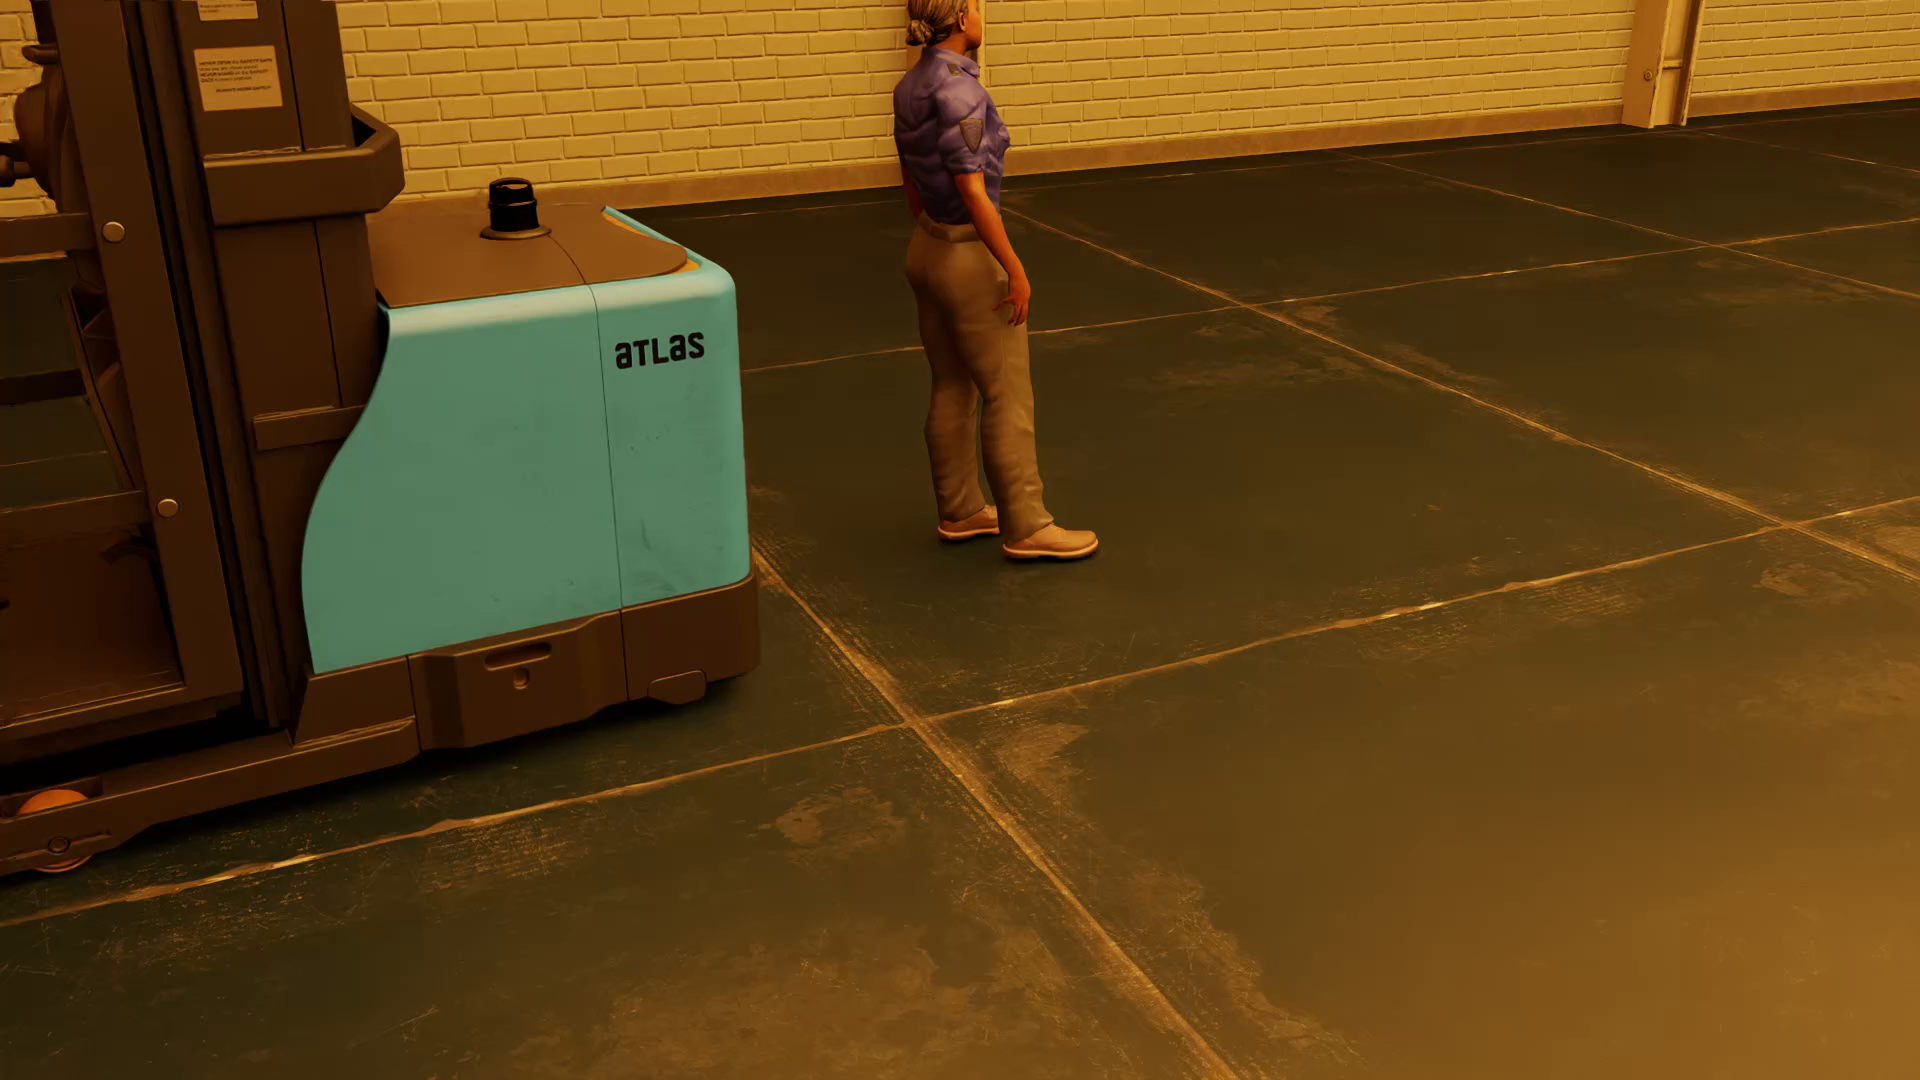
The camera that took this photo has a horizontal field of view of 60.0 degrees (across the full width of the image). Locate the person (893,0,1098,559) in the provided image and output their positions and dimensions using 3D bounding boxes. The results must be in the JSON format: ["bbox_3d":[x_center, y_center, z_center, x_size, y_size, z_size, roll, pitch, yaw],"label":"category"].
[{"bbox_3d":[0.088,-0.778,4.804,0.503,1.656,0.569,-10,25,-23],"label":"person"}]

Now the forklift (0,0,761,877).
[{"bbox_3d":[-2.042,-0.860,3.356,3.031,2.935,1.130,-12,26,-27],"label":"forklift"}]
